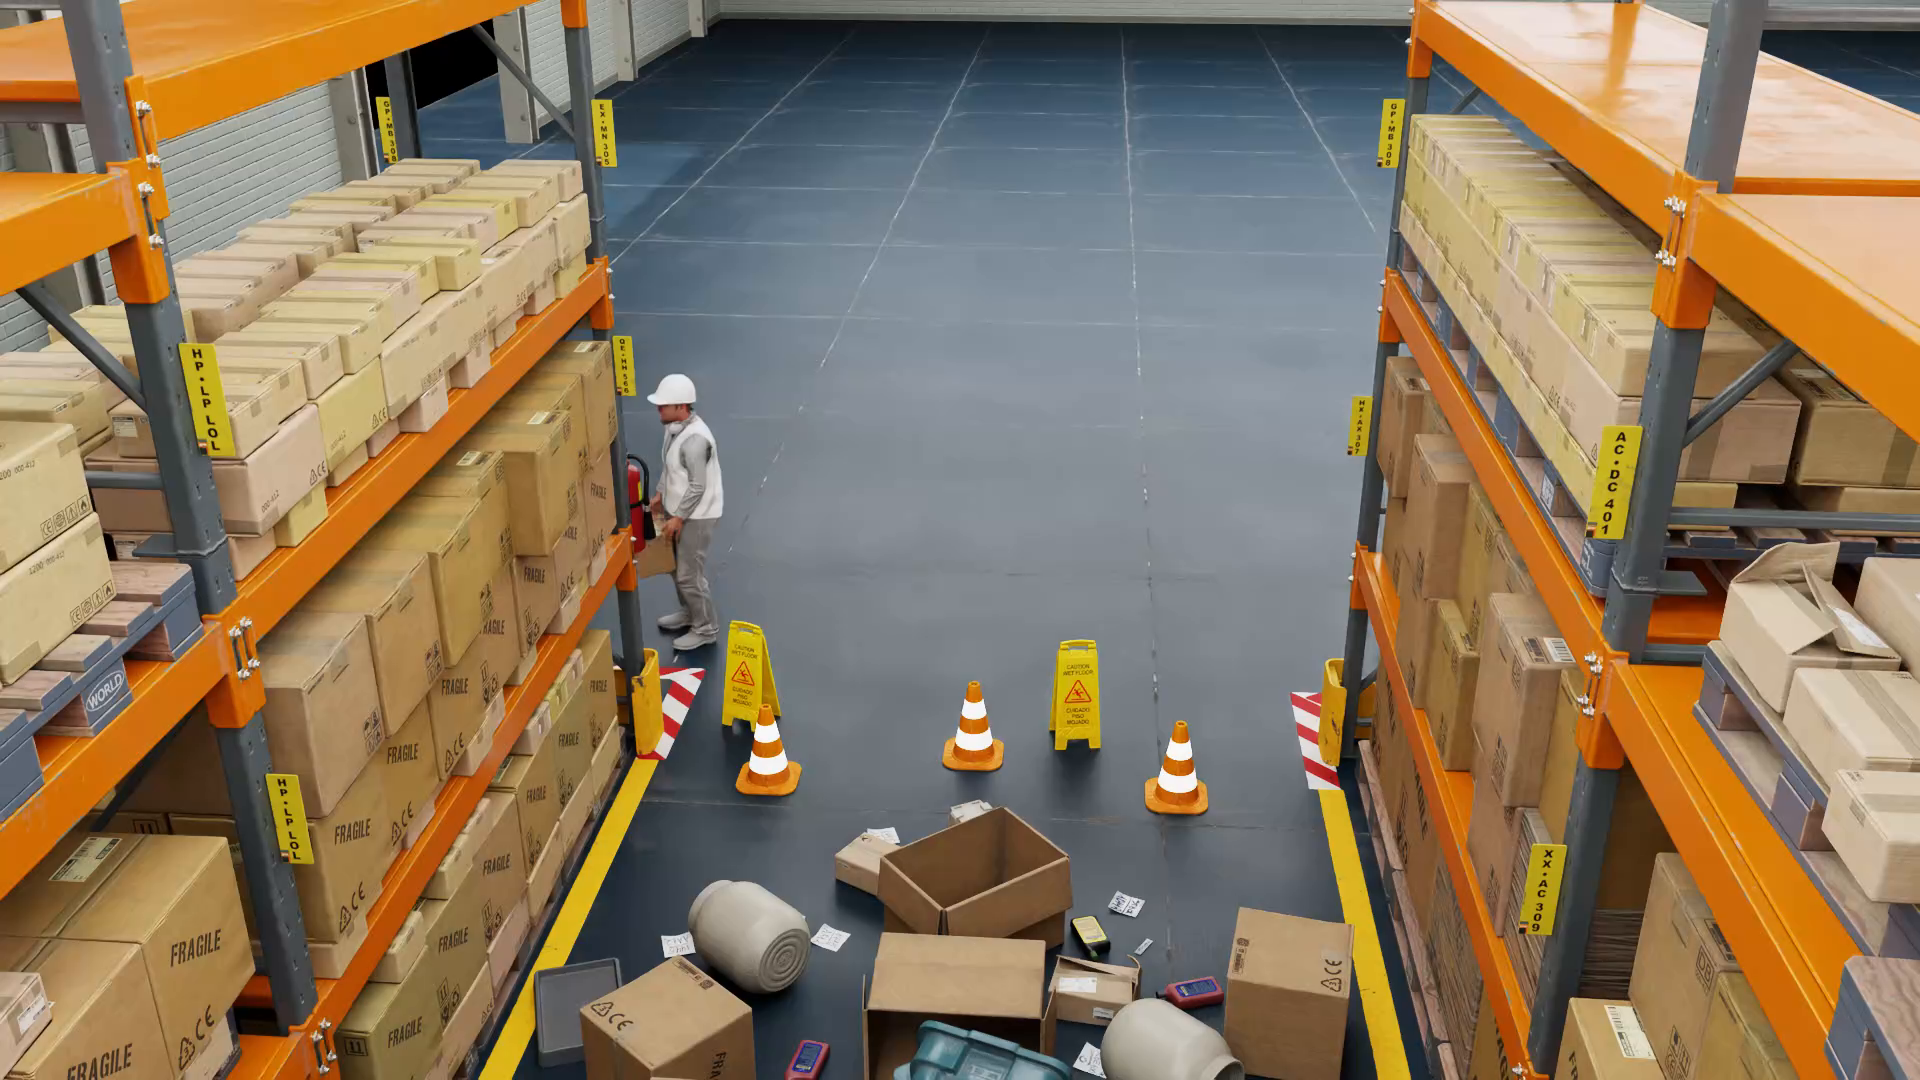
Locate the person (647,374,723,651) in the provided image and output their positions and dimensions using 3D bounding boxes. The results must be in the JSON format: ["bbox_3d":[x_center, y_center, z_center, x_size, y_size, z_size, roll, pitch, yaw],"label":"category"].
[{"bbox_3d":[-1.701,-0.191,10.391,0.434,1.778,0.553,-10,26,-22],"label":"person"}]
